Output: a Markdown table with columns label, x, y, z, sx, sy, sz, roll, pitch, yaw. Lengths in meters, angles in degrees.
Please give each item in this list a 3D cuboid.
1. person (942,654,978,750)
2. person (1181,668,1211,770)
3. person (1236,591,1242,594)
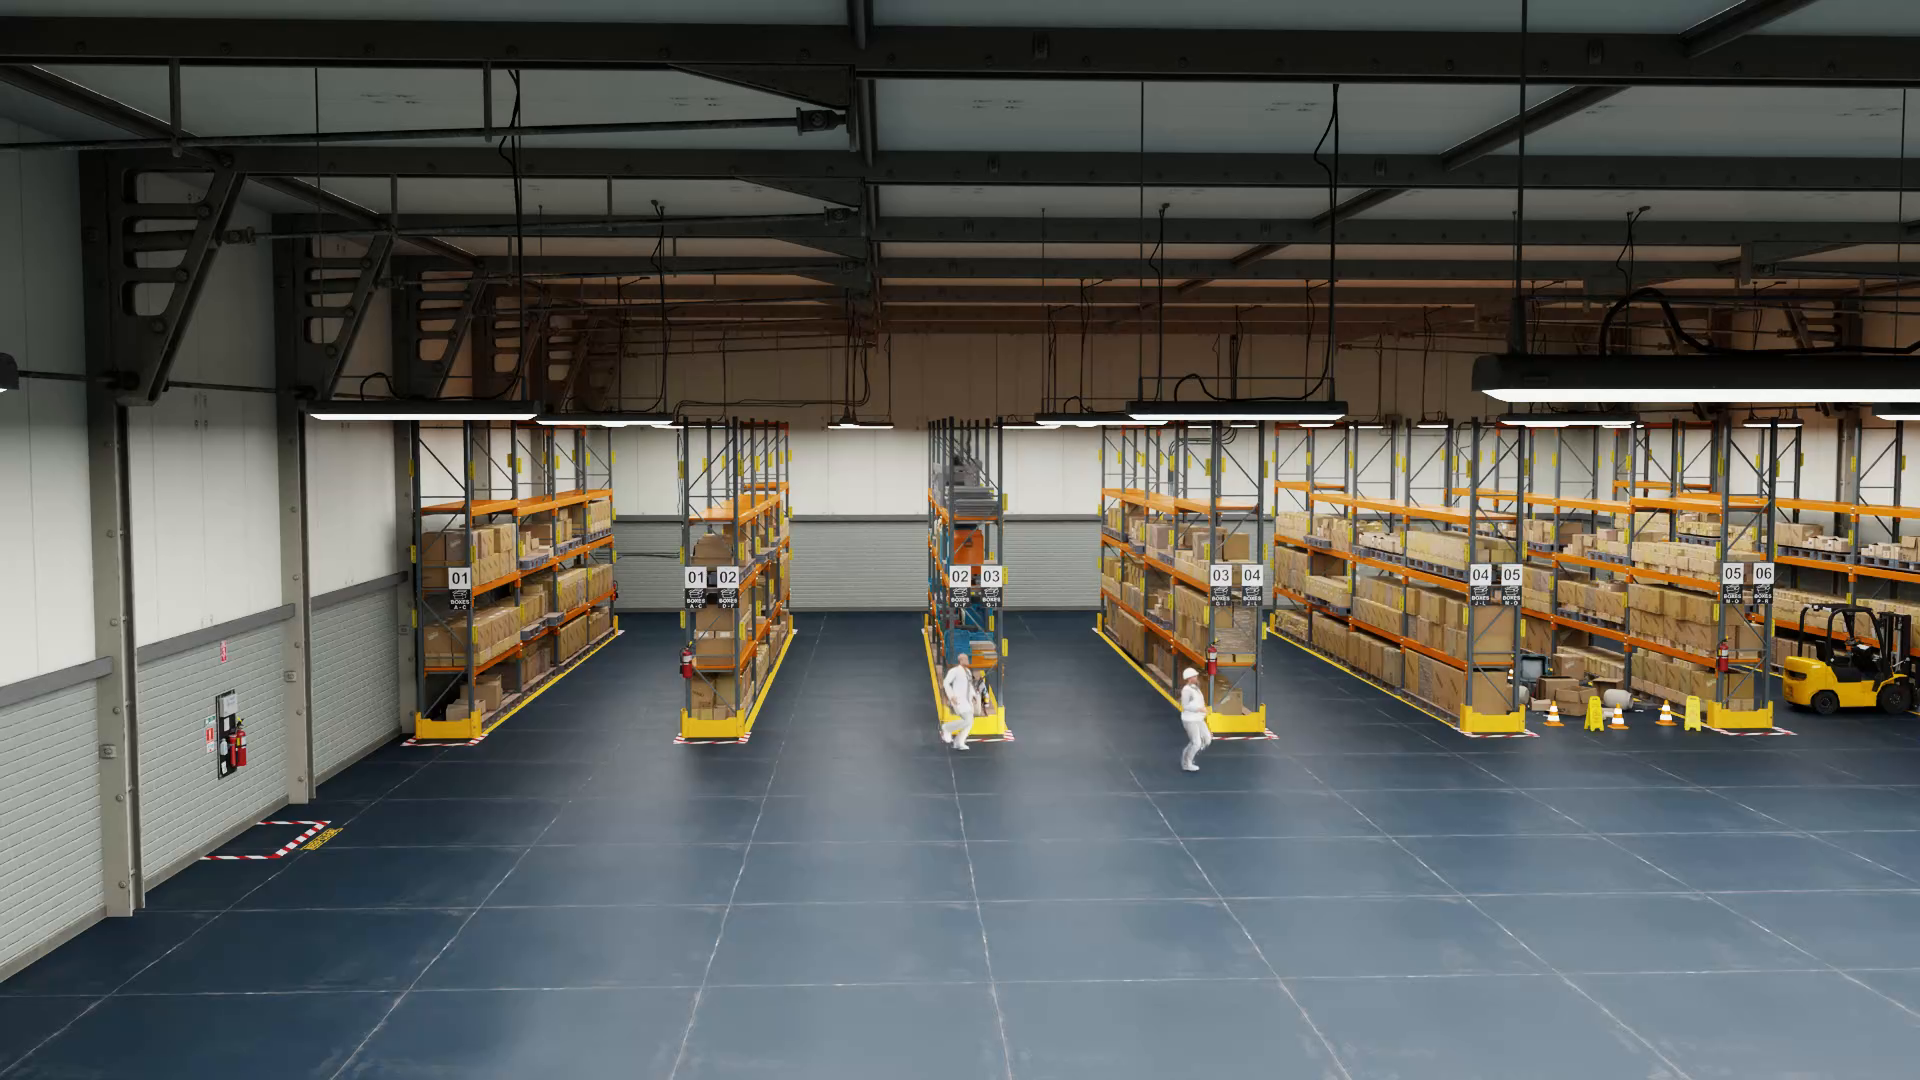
| label | x | y | z | sx | sy | sz | roll | pitch | yaw |
| --- | --- | --- | --- | --- | --- | --- | --- | --- | --- |
| person | 0.037 | 2.908 | 30.090 | 0.592 | 1.694 | 0.751 | 2 | 4 | 32 |
| person | 3.991 | 3.020 | 28.021 | 0.578 | 1.726 | 0.650 | 2 | 4 | 29 |
| person | 7.734 | 1.857 | 47.245 | 0.601 | 1.555 | 0.839 | 1 | 4 | 15 |
